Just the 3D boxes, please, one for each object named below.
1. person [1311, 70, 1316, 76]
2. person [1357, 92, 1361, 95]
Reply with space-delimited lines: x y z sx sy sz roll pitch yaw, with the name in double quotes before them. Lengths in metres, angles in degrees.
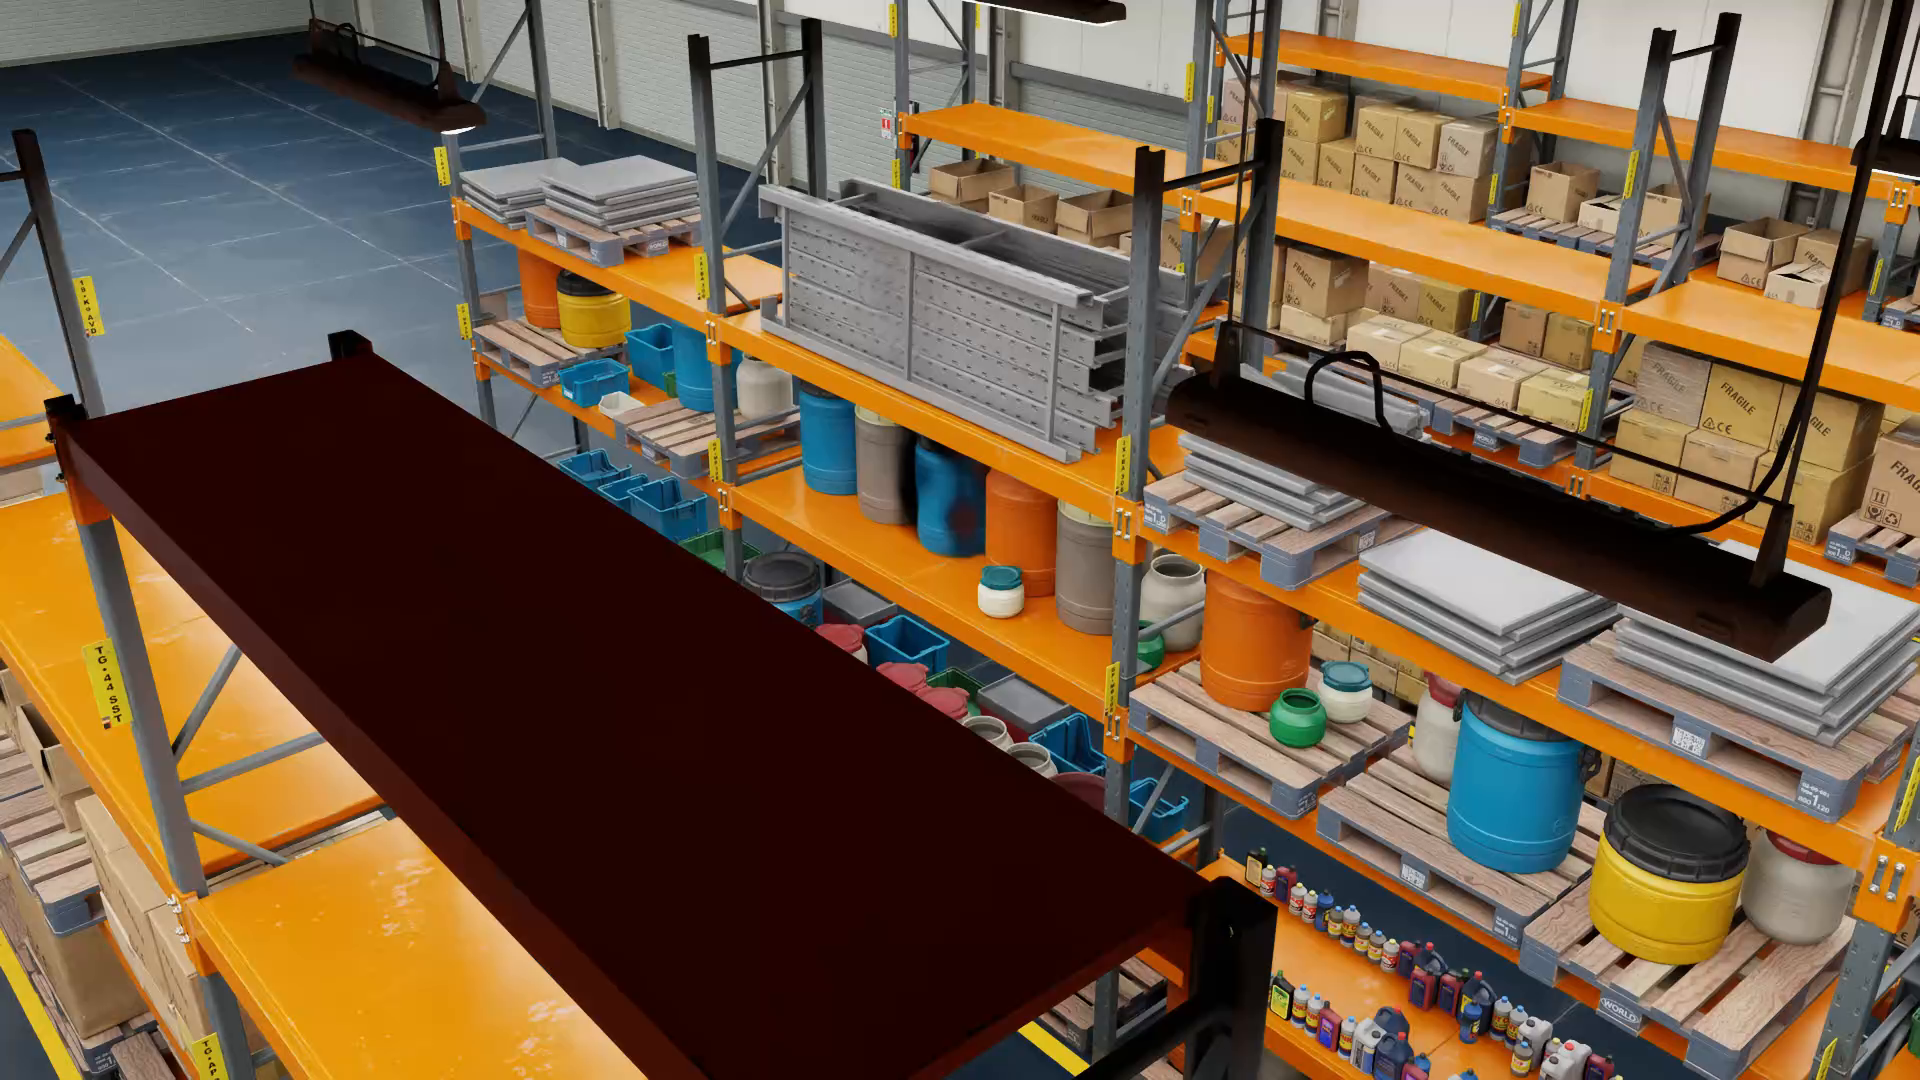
"person" 2.930 -0.049 13.398 10.340 3.884 14.467 24 35 39
"person" -7.535 -0.379 14.214 28.413 3.715 4.087 -20 33 -34
